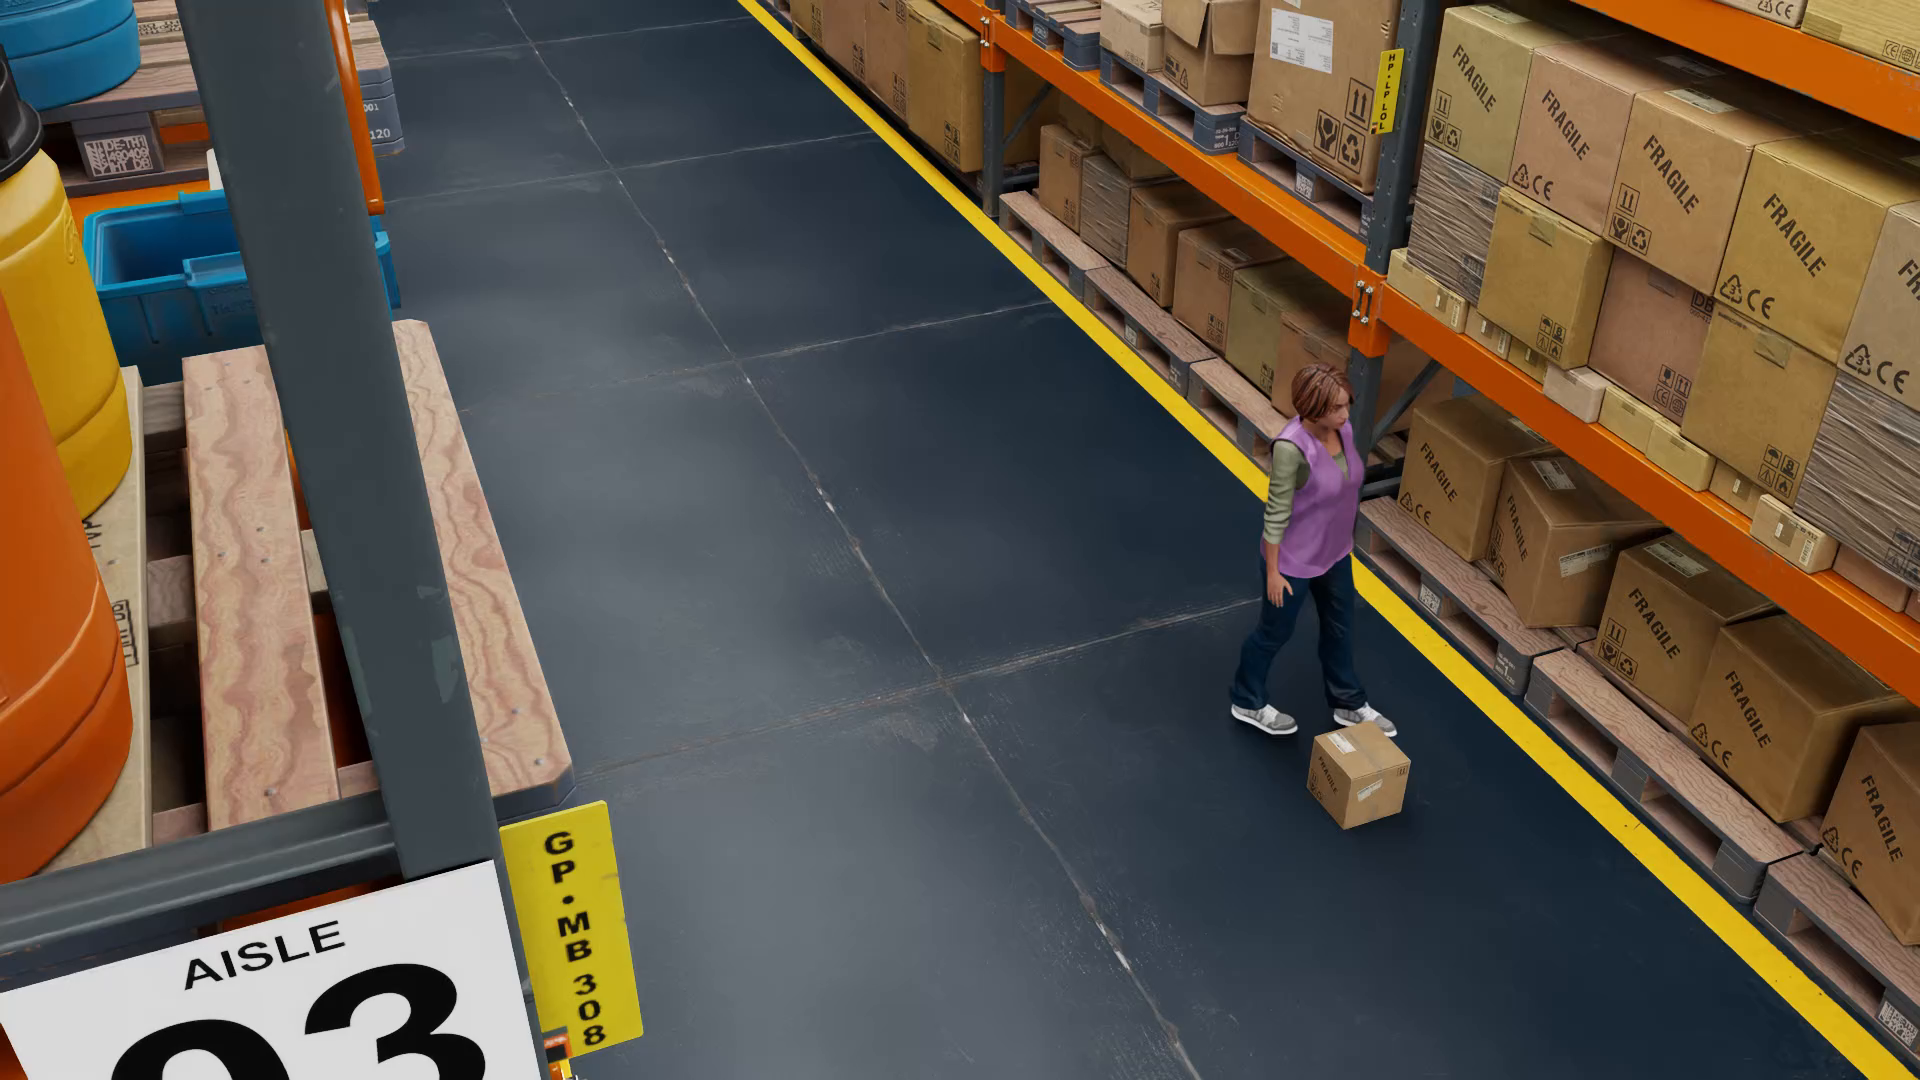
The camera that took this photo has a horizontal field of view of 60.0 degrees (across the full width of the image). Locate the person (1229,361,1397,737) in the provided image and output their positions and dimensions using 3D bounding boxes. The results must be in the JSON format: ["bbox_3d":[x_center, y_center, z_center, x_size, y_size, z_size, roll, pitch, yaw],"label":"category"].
[{"bbox_3d":[1.326,0.094,6.001,0.440,1.598,0.610,-29,44,-36],"label":"person"}]
